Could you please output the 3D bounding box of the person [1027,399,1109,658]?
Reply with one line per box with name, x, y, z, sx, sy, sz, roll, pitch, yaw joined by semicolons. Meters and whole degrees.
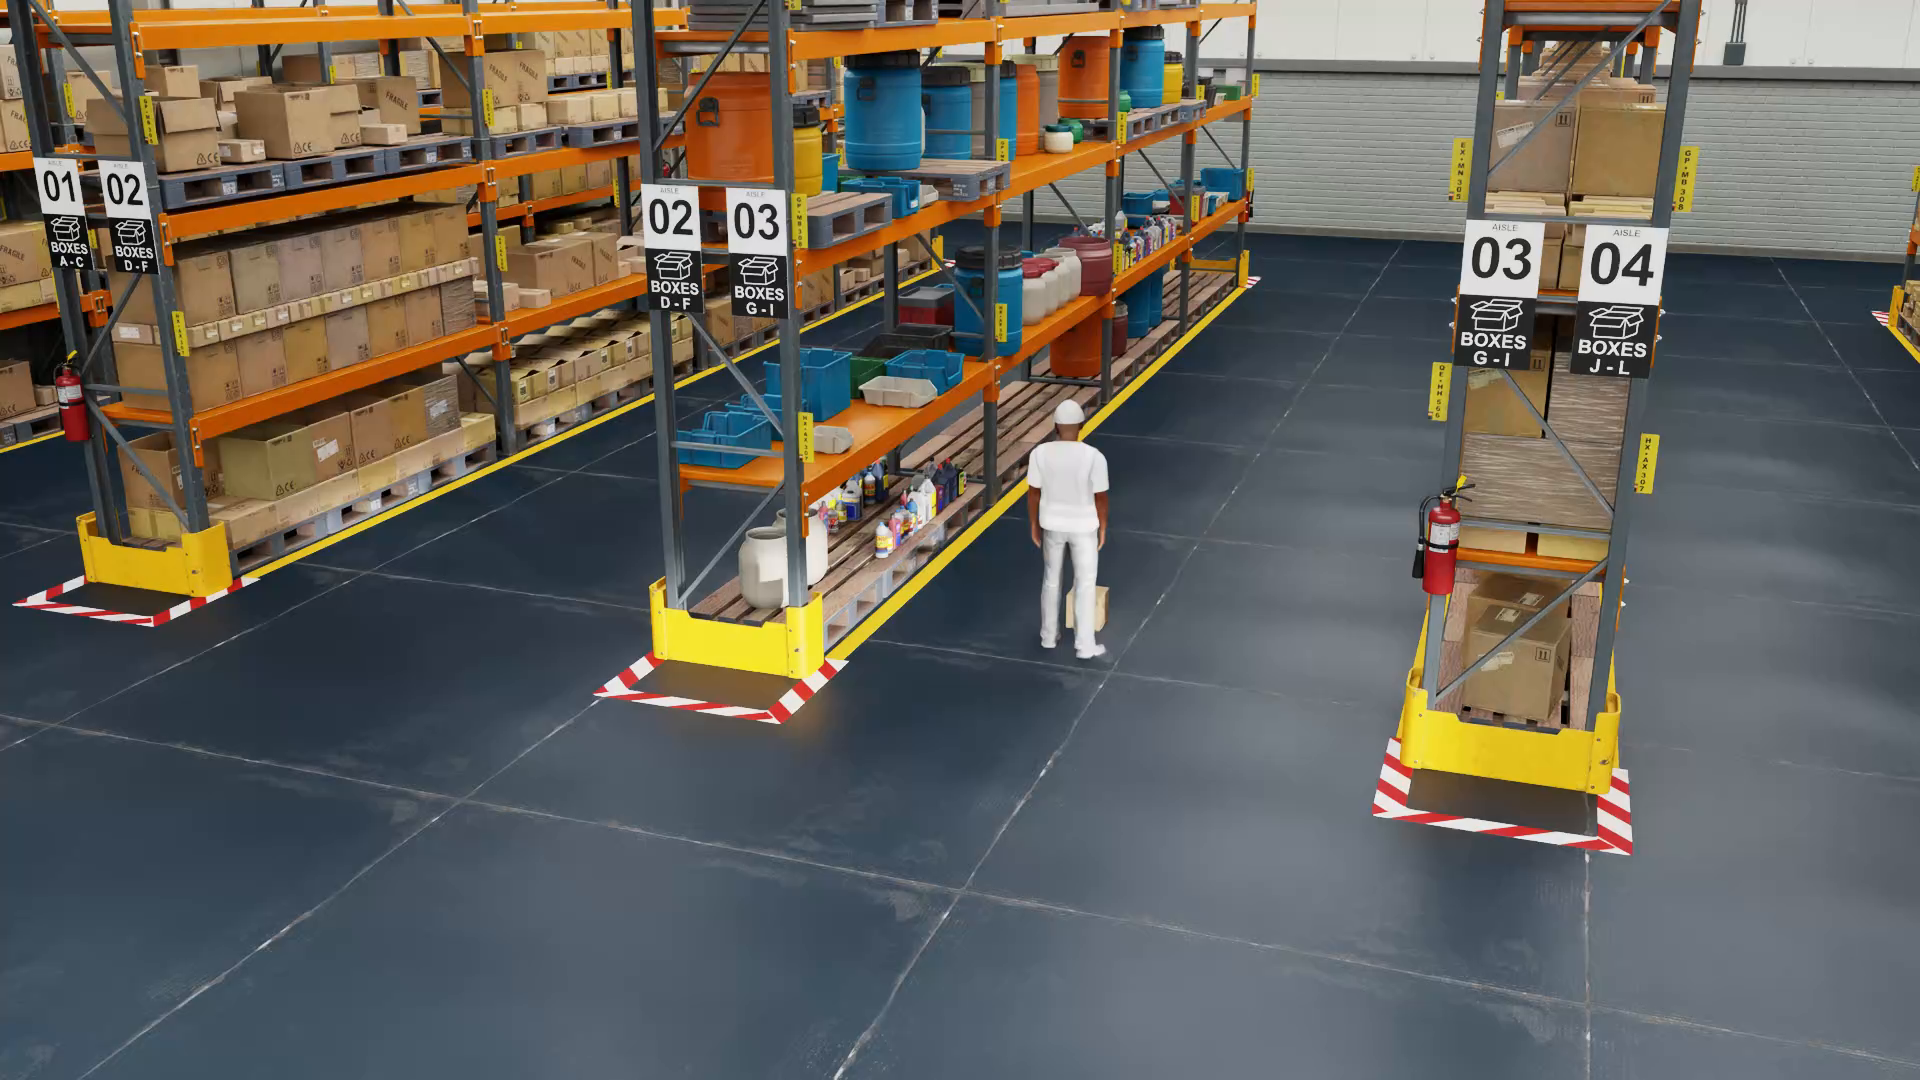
person;0.737;-0.080;11.315;0.567;1.787;0.424;7;20;19
